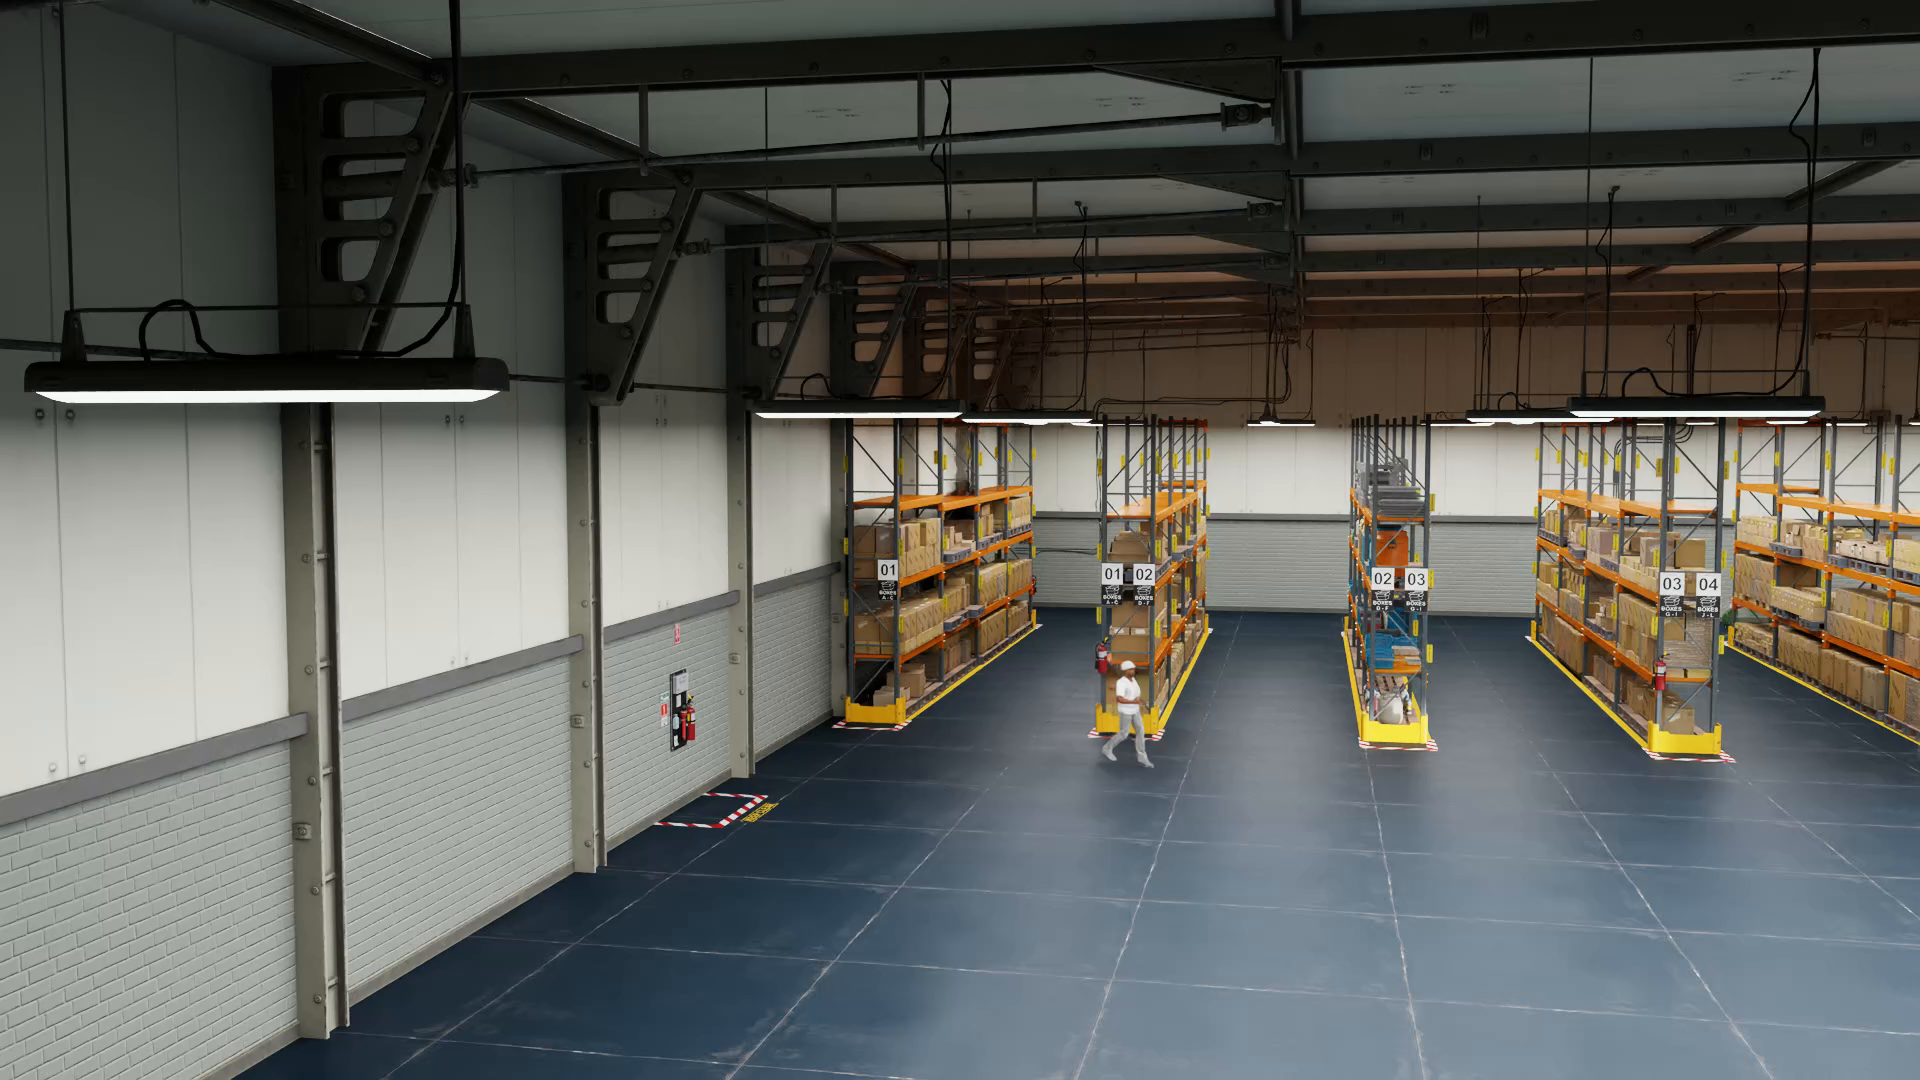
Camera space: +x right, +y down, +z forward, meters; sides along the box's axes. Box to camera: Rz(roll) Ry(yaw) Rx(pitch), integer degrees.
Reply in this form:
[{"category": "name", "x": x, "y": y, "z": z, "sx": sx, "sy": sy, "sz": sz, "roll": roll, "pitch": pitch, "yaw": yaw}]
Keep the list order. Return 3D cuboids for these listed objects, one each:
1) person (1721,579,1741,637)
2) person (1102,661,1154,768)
[{"category": "person", "x": 21.071, "y": 1.845, "z": 45.346, "sx": 0.599, "sy": 1.701, "sz": 0.683, "roll": 3, "pitch": 5, "yaw": 36}, {"category": "person", "x": 2.858, "y": 2.950, "z": 28.301, "sx": 0.922, "sy": 1.798, "sz": 0.704, "roll": 3, "pitch": 5, "yaw": 34}]
